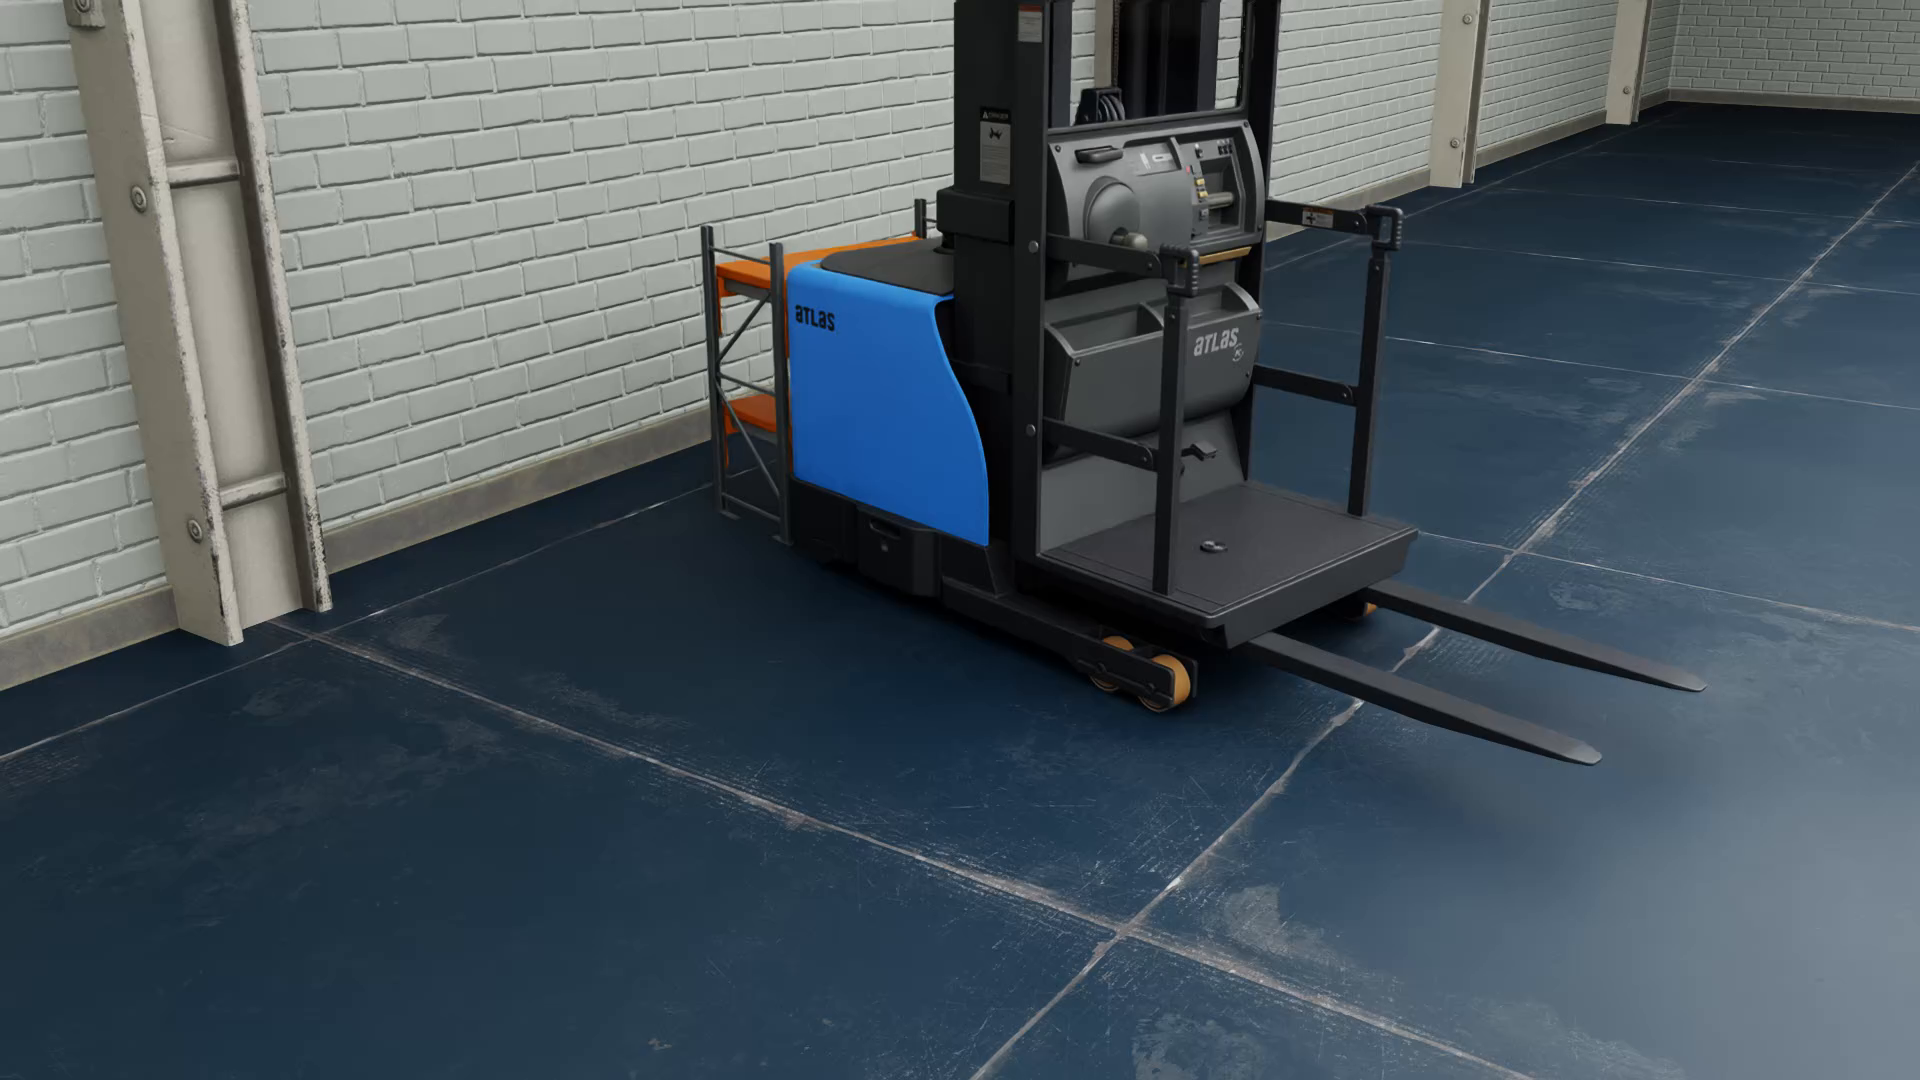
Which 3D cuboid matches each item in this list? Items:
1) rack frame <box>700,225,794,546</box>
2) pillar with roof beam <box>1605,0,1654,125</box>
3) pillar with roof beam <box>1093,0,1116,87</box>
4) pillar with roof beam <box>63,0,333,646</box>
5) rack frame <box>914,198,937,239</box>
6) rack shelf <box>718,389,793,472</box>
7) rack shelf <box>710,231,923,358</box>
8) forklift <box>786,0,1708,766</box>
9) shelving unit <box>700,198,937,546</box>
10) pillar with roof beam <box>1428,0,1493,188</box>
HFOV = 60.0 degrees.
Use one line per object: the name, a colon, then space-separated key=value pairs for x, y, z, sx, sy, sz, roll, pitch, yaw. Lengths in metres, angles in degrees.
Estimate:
rack frame: x=-0.793 y=-0.576 z=6.200 sx=0.032 sy=1.125 sz=0.500 roll=-16 pitch=26 yaw=-37
pillar with roof beam: x=11.315 y=-8.290 z=15.705 sx=9.100 sy=9.000 sz=0.400 roll=13 pitch=24 yaw=32
pillar with roof beam: x=4.569 y=-4.847 z=6.397 sx=9.100 sy=9.000 sz=0.400 roll=13 pitch=24 yaw=32
pillar with roof beam: x=1.197 y=-3.125 z=1.743 sx=9.100 sy=9.000 sz=0.400 roll=13 pitch=24 yaw=32
rack frame: x=-0.015 y=-0.803 z=6.814 sx=0.032 sy=1.125 sz=0.500 roll=-16 pitch=26 yaw=-37
rack shelf: x=-0.404 y=-0.460 z=6.591 sx=1.000 sy=0.278 sz=0.538 roll=-16 pitch=26 yaw=-37
rack shelf: x=-0.404 y=-0.964 z=6.405 sx=1.000 sy=0.278 sz=0.538 roll=-16 pitch=26 yaw=-37
forklift: x=0.763 y=-1.069 z=4.931 sx=1.130 sy=2.935 sz=3.031 roll=-18 pitch=27 yaw=-40
shelving unit: x=-0.404 y=-0.689 z=6.507 sx=1.048 sy=1.125 sz=0.538 roll=-16 pitch=26 yaw=-37
pillar with roof beam: x=7.942 y=-6.568 z=11.051 sx=9.100 sy=9.000 sz=0.400 roll=13 pitch=24 yaw=32
